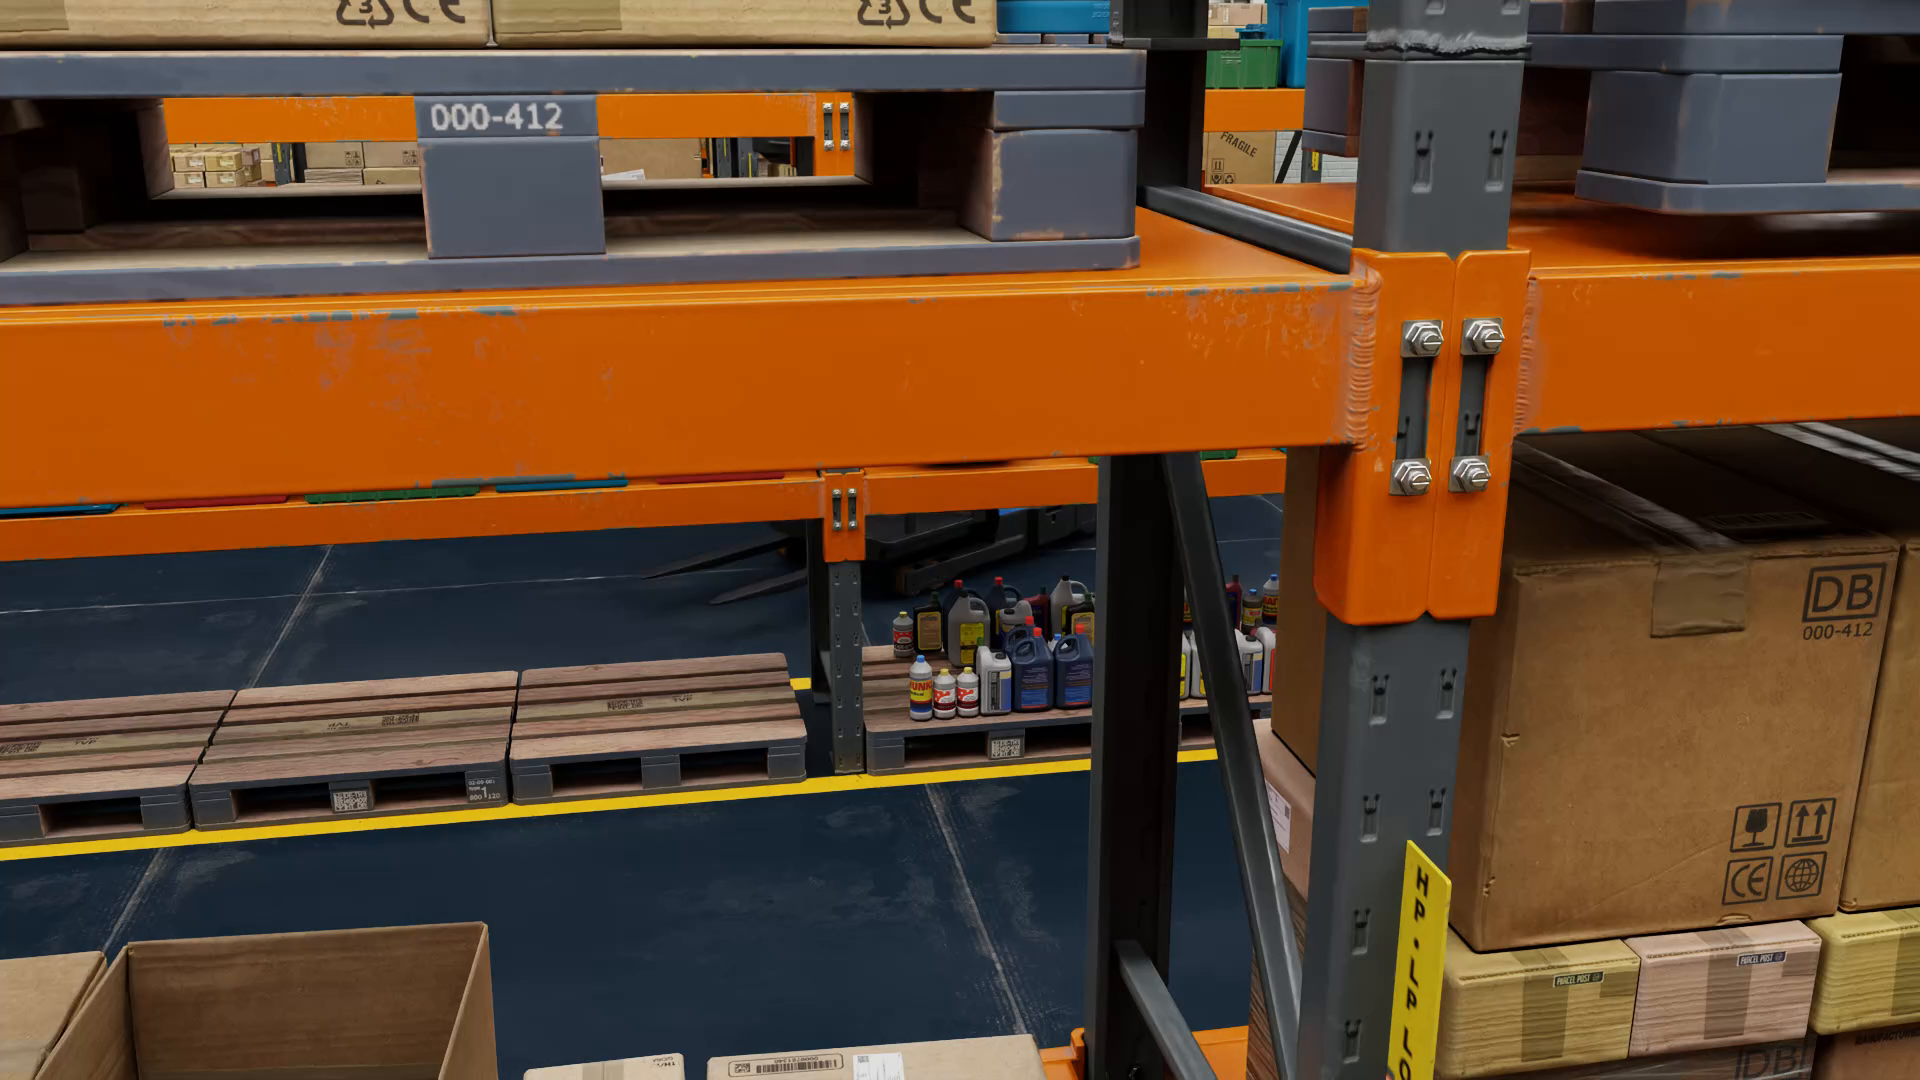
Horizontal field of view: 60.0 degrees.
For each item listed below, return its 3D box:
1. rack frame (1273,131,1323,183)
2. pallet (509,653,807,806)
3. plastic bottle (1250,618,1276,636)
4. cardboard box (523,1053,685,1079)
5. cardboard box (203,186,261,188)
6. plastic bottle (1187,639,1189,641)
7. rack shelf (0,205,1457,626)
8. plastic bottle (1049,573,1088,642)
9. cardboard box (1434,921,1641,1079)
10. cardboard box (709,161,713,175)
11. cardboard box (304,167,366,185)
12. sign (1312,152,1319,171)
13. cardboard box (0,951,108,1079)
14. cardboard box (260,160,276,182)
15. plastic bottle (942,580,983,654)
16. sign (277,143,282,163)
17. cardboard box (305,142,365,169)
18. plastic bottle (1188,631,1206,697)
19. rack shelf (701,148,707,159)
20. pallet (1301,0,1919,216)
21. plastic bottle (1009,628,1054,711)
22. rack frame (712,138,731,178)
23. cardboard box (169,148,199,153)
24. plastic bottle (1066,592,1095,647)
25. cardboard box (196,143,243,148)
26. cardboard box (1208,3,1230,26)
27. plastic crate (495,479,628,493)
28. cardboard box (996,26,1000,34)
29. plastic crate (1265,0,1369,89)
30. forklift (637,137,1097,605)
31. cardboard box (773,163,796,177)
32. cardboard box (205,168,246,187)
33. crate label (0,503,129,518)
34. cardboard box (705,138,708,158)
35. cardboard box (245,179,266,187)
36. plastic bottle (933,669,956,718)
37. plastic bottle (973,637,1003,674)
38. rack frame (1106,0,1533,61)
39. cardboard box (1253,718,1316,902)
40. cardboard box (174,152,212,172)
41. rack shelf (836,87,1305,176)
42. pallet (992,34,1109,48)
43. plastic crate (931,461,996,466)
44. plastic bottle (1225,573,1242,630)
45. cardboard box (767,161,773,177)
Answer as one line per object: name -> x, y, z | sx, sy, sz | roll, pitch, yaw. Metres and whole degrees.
rack frame -> 2.425, -2.231, 12.467 | 0.127, 3.000, 1.000 | -3, 17, -10
pallet -> -1.326, 0.807, 7.324 | 1.213, 0.211, 1.003 | -3, 17, -10
plastic bottle -> 1.372, 0.489, 7.488 | 0.133, 0.283, 0.061 | -3, 17, -10
cardboard box -> -0.535, 0.958, 2.512 | 0.250, 0.149, 0.380 | -3, 17, -10
cardboard box -> -4.907, -2.076, 11.076 | 0.500, 0.500, 0.500 | -5, 18, -17
plastic bottle -> 1.028, 0.544, 7.447 | 0.097, 0.201, 0.097 | 0, 17, 0
rack shelf -> -1.590, -0.131, 1.746 | 4.000, 0.370, 1.077 | -3, 17, -10
plastic bottle -> 0.521, 0.328, 7.898 | 0.185, 0.351, 0.144 | -3, 17, -11
cardboard box -> 0.674, 0.531, 2.201 | 0.250, 0.149, 0.380 | -3, 17, -11
cardboard box -> -3.012, -4.670, 20.836 | 0.250, 0.149, 0.380 | -3, 17, -11
cardboard box -> -5.779, -3.216, 15.504 | 0.500, 0.500, 0.500 | -3, 17, -10
sign -> 2.511, -2.775, 11.726 | 0.005, 0.325, 0.100 | -3, 17, -10
cardboard box -> -1.392, 0.895, 2.119 | 0.500, 0.500, 0.500 | -3, 17, -10
cardboard box -> -8.255, -4.435, 19.897 | 0.500, 0.250, 0.500 | -3, 17, -9
plastic bottle -> 0.015, 0.356, 7.805 | 0.185, 0.351, 0.144 | -4, 17, -12
sign -> -6.159, -3.581, 15.024 | 0.005, 0.325, 0.100 | -3, 17, -10
cardboard box -> -5.828, -3.769, 15.601 | 0.500, 0.500, 0.700 | -3, 17, -11
plastic bottle -> 1.094, 0.505, 7.320 | 0.185, 0.351, 0.144 | -3, 17, -8
rack shelf -> -2.363, -6.063, 26.170 | 4.000, 0.370, 1.077 | -3, 17, -10
pallet -> 1.206, -0.599, 2.195 | 1.213, 0.211, 1.003 | -3, 17, -10
plastic bottle -> 0.309, 0.550, 7.175 | 0.185, 0.351, 0.144 | -3, 17, -9
rack frame -> -2.344, -3.444, 16.416 | 0.127, 3.000, 1.000 | -3, 17, -10
cardboard box -> -7.266, -3.588, 15.585 | 0.250, 0.149, 0.380 | -3, 17, -11
plastic bottle -> 0.566, 0.388, 7.817 | 0.133, 0.283, 0.061 | -3, 17, -10
cardboard box -> -8.738, -4.645, 19.732 | 0.500, 0.250, 0.500 | -4, 17, -12
cardboard box -> 1.686, -3.651, 11.558 | 0.250, 0.149, 0.380 | -4, 18, -13
plastic crate -> -1.586, -0.422, 6.604 | 0.575, 0.384, 0.392 | -3, 17, -10
cardboard box -> -0.003, -3.377, 11.346 | 0.500, 0.250, 0.500 | -4, 18, -13
plastic crate -> 1.550, -2.037, 6.752 | 0.575, 0.384, 0.392 | -3, 17, -10
forklift -> -0.453, -1.250, 9.390 | 1.130, 2.935, 3.031 | 16, 23, 41
cardboard box -> -1.012, -2.628, 11.380 | 0.500, 0.500, 0.500 | -3, 17, -10
cardboard box -> -6.670, -3.285, 15.105 | 0.250, 0.149, 0.380 | -3, 17, -9
crate label -> -3.463, -0.352, 6.289 | 0.616, 0.435, 0.502 | -3, 17, -10
cardboard box -> -2.993, -5.152, 21.299 | 0.500, 0.500, 0.500 | -4, 17, -12
cardboard box -> -6.749, -3.335, 15.774 | 0.250, 0.149, 0.380 | -3, 17, -11
plastic bottle -> -0.067, 0.650, 7.104 | 0.097, 0.201, 0.097 | 0, 17, 0
plastic bottle -> 0.125, 0.560, 7.258 | 0.133, 0.283, 0.061 | -3, 17, -10
rack frame -> 0.374, -2.020, 1.563 | 0.127, 3.000, 1.000 | -3, 17, -10
cardboard box -> 0.600, 0.413, 2.584 | 0.250, 0.149, 0.380 | -3, 17, -10
cardboard box -> -6.912, -3.413, 15.015 | 0.250, 0.149, 0.380 | -3, 17, -11
rack shelf -> 1.401, -1.782, 7.121 | 4.000, 0.370, 1.077 | -3, 17, -10
pallet -> 0.128, -1.993, 6.903 | 1.003, 0.211, 1.213 | -3, 17, -10
plastic crate -> -0.024, -0.543, 7.078 | 0.504, 0.338, 0.767 | -3, 17, -10
plastic bottle -> 1.300, 0.303, 8.093 | 0.133, 0.283, 0.061 | -3, 17, -10
cardboard box -> -1.112, -2.781, 11.877 | 0.500, 0.500, 0.500 | -3, 17, -10
